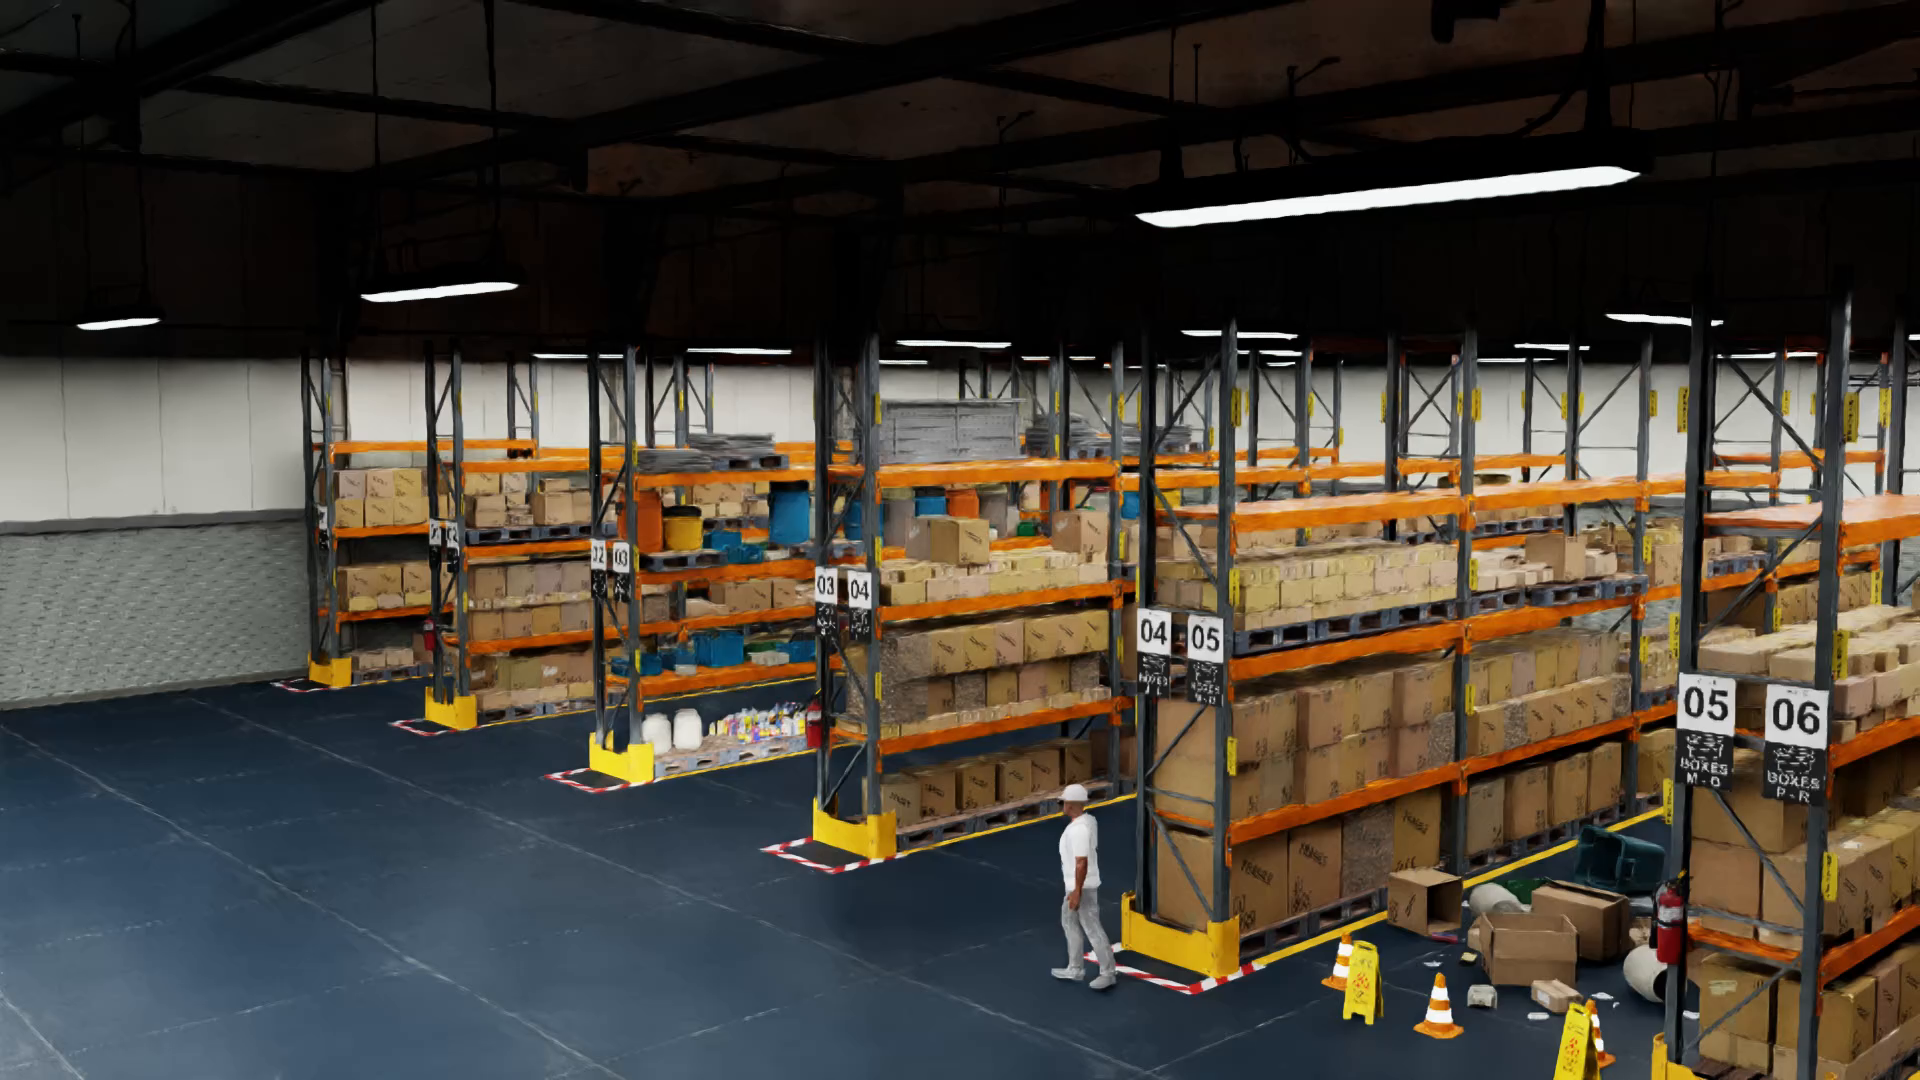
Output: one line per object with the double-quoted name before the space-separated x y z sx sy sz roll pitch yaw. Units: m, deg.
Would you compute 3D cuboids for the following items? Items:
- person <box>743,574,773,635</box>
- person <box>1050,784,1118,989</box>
"person" -4.089 1.387 33.248 1.042 1.716 0.585 -5 7 -44
"person" 1.089 3.017 14.573 0.596 1.757 0.595 0 5 5
